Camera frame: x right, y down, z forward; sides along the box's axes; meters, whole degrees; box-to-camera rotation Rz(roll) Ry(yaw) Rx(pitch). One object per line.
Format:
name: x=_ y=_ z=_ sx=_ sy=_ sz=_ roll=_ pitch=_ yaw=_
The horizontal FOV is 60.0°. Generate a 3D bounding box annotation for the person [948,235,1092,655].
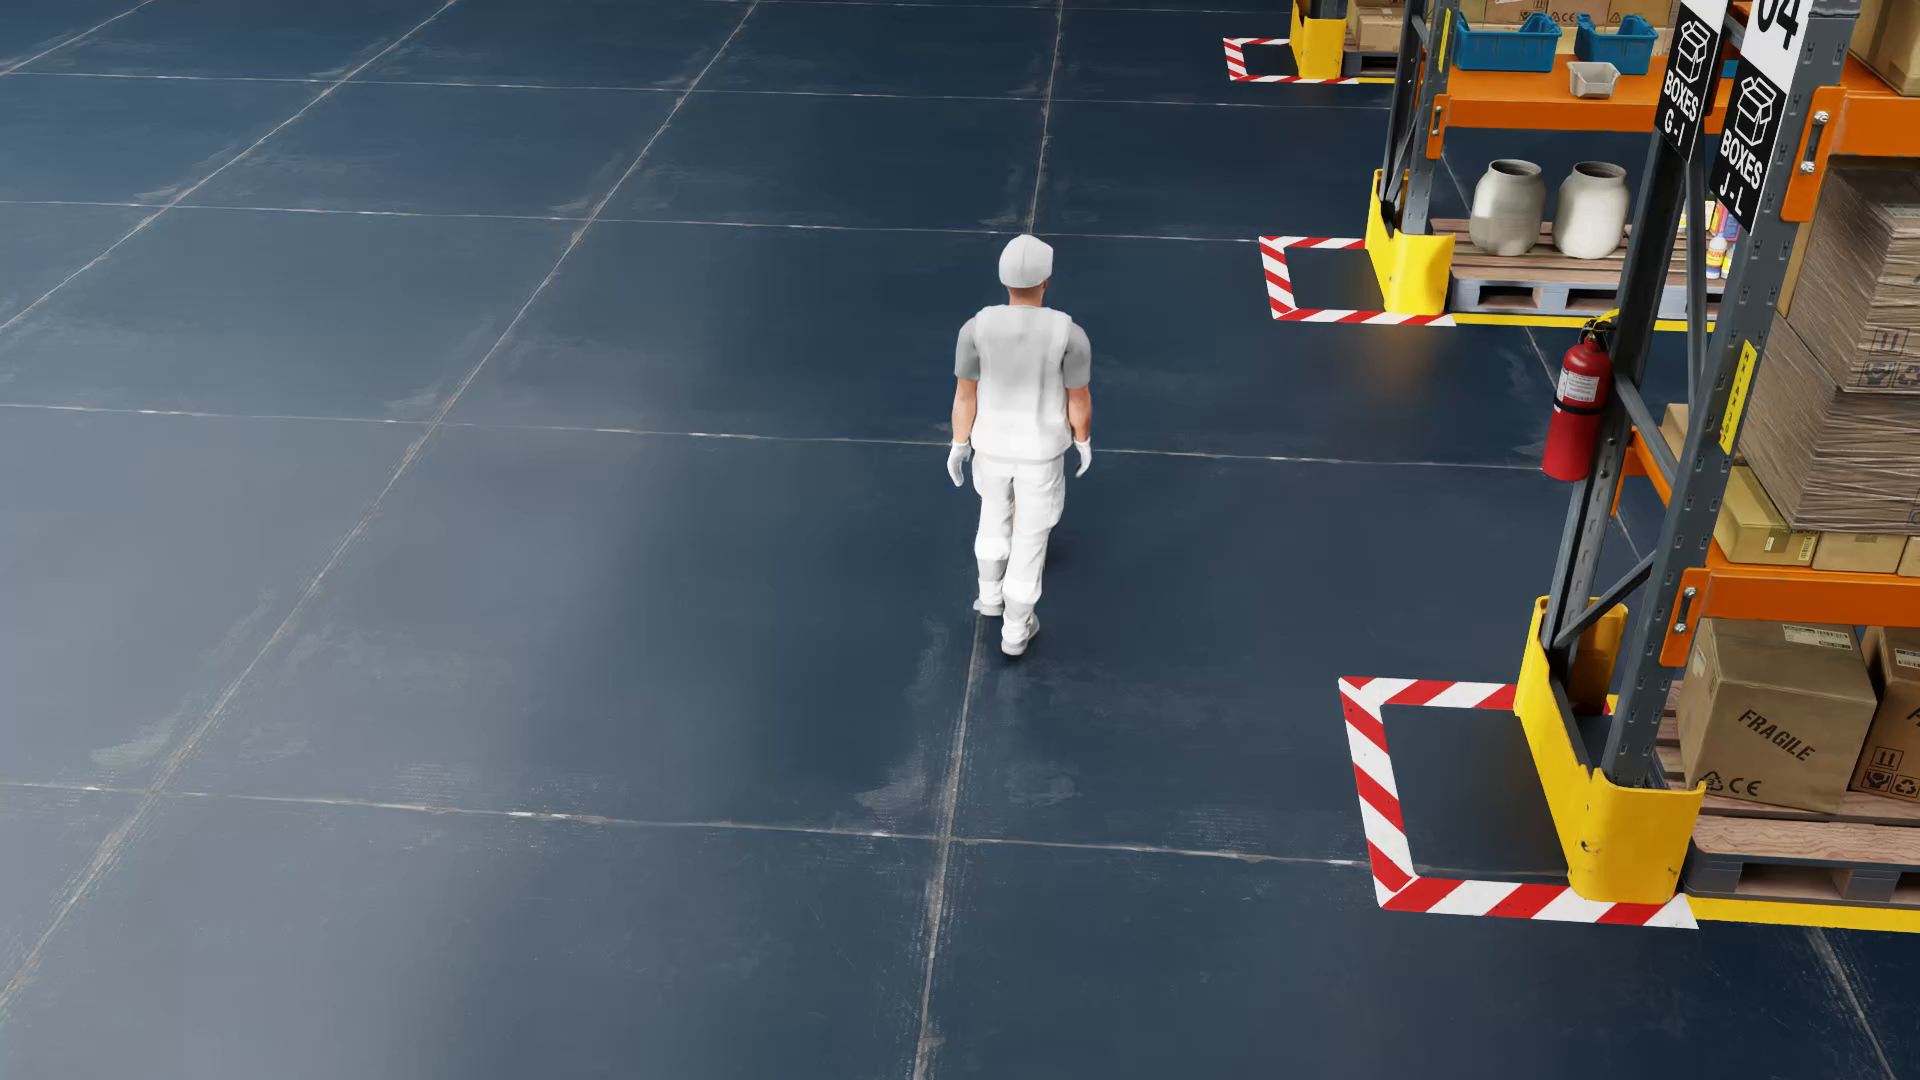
person: x=0.251 y=-0.371 z=6.710 sx=0.560 sy=1.822 sz=0.462 roll=8 pitch=33 yaw=13
